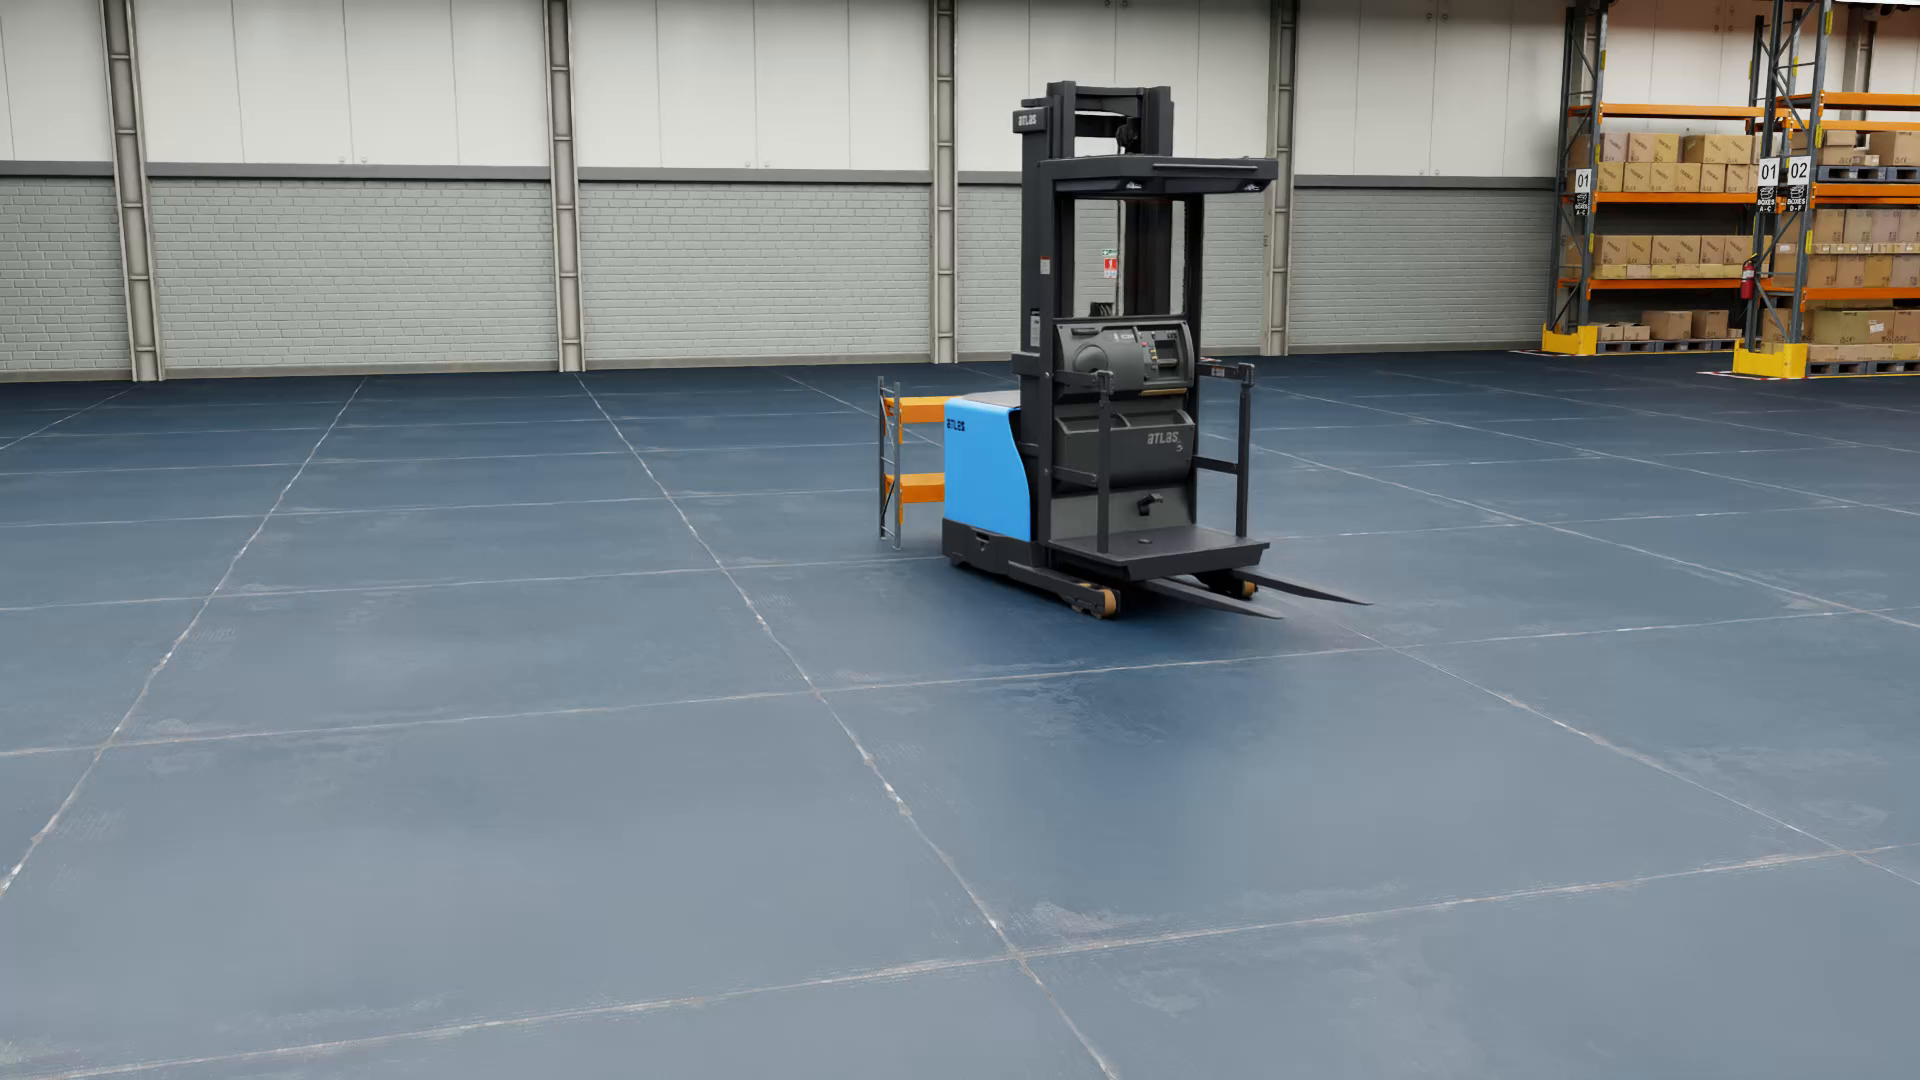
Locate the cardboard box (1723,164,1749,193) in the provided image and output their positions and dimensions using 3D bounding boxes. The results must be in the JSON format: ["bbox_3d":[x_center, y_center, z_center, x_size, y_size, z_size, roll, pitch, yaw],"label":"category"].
[{"bbox_3d":[13.760,-6.475,29.820,0.500,0.500,0.500,-4,11,-21],"label":"cardboard box"}]

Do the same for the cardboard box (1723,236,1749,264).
[{"bbox_3d":[13.820,-5.234,29.981,0.500,0.500,0.500,-3,11,-16],"label":"cardboard box"}]

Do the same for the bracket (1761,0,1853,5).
[{"bbox_3d":[14.227,-9.827,30.129,4.783,0.066,0.076,-3,11,-16],"label":"bracket"}]

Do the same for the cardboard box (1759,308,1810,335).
[{"bbox_3d":[15.367,-4.060,31.006,0.500,0.500,0.700,-3,11,-14],"label":"cardboard box"}]

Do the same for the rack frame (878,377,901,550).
[{"bbox_3d":[-0.482,-0.528,11.307,0.032,1.125,0.500,-3,11,-16],"label":"rack frame"}]

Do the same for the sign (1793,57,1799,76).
[{"bbox_3d":[14.799,-8.387,29.449,0.005,0.325,0.100,-3,11,-16],"label":"sign"}]

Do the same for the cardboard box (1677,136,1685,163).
[{"bbox_3d":[12.651,-6.999,29.901,0.500,0.500,0.500,-3,11,-16],"label":"cardboard box"}]

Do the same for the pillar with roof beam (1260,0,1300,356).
[{"bbox_3d":[6.697,-6.915,24.254,0.400,9.000,9.100,-3,11,-16],"label":"pillar with roof beam"}]

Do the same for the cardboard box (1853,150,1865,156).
[{"bbox_3d":[13.245,-5.751,25.082,0.500,0.250,0.500,-3,11,-16],"label":"cardboard box"}]

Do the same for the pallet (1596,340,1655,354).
[{"bbox_3d":[11.688,-3.498,29.965,1.213,0.211,1.003,-3,11,-16],"label":"pallet"}]

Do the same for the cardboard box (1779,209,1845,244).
[{"bbox_3d":[12.716,-4.681,24.830,0.500,0.500,0.700,-3,11,-16],"label":"cardboard box"}]

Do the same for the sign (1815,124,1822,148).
[{"bbox_3d":[12.362,-5.817,23.942,0.005,0.325,0.100,-3,11,-16],"label":"sign"}]

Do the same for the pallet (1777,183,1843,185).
[{"bbox_3d":[15.288,-6.429,30.416,1.003,0.211,1.213,-3,11,-16],"label":"pallet"}]

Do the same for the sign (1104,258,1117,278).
[{"bbox_3d":[2.551,-4.602,28.161,0.234,0.329,0.001,-3,11,-16],"label":"sign"}]

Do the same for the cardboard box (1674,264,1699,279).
[{"bbox_3d":[12.853,-4.815,29.776,0.500,0.250,0.500,-3,11,-15],"label":"cardboard box"}]

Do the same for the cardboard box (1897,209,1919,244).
[{"bbox_3d":[14.184,-4.760,25.257,0.500,0.500,0.700,-3,11,-16],"label":"cardboard box"}]

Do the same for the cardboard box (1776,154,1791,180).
[{"bbox_3d":[15.213,-6.778,30.358,0.500,0.500,0.500,-1,11,-8],"label":"cardboard box"}]

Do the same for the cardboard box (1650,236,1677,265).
[{"bbox_3d":[12.342,-5.156,29.556,0.500,0.500,0.500,-3,11,-18],"label":"cardboard box"}]

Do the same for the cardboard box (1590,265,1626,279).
[{"bbox_3d":[11.382,-4.736,29.348,0.500,0.250,0.500,-3,11,-18],"label":"cardboard box"}]

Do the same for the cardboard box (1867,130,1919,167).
[{"bbox_3d":[13.884,-5.806,24.693,0.500,0.500,0.500,-3,11,-16],"label":"cardboard box"}]

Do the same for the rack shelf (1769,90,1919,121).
[{"bbox_3d":[14.133,-6.471,24.933,4.000,0.370,1.077,-3,11,-16],"label":"rack shelf"}]

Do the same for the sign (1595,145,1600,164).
[{"bbox_3d":[10.977,-6.642,28.639,0.005,0.325,0.100,-3,11,-16],"label":"sign"}]

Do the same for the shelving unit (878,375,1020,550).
[{"bbox_3d":[0.006,-0.554,11.446,1.048,1.125,0.538,-3,11,-16],"label":"shelving unit"}]

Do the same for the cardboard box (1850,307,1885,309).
[{"bbox_3d":[14.081,-3.350,25.822,0.500,0.500,0.500,-3,11,-16],"label":"cardboard box"}]

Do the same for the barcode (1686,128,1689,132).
[{"bbox_3d":[13.211,-7.447,30.182,0.075,0.075,0.001,-3,11,-16],"label":"barcode"}]

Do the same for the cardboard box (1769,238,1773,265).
[{"bbox_3d":[15.163,-5.319,30.660,0.500,0.500,0.700,-3,11,-16],"label":"cardboard box"}]

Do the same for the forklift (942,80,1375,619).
[{"bbox_3d":[1.073,-1.103,9.443,1.130,2.935,3.031,-6,12,-30],"label":"forklift"}]

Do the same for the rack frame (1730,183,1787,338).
[{"bbox_3d":[14.665,-5.033,30.602,0.127,3.000,1.000,-3,11,-16],"label":"rack frame"}]

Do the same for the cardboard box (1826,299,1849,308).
[{"bbox_3d":[16.288,-4.479,31.209,0.500,0.250,0.500,-3,11,-18],"label":"cardboard box"}]

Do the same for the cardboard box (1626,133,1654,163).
[{"bbox_3d":[11.758,-6.851,29.096,0.500,0.500,0.500,-3,11,-17],"label":"cardboard box"}]

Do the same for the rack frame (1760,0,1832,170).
[{"bbox_3d":[12.213,-6.920,24.282,0.127,3.000,1.000,-3,11,-16],"label":"rack frame"}]

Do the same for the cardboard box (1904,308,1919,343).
[{"bbox_3d":[14.707,-3.285,25.467,0.500,0.500,0.500,-3,11,-16],"label":"cardboard box"}]

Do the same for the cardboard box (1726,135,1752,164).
[{"bbox_3d":[13.734,-6.957,29.673,0.500,0.500,0.500,-2,11,-13],"label":"cardboard box"}]

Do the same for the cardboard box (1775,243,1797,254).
[{"bbox_3d":[12.526,-4.390,25.043,0.250,0.149,0.380,-3,11,-17],"label":"cardboard box"}]

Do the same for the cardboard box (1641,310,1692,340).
[{"bbox_3d":[12.780,-3.894,30.105,0.500,0.500,0.700,-4,11,-20],"label":"cardboard box"}]

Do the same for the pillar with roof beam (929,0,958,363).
[{"bbox_3d":[0.937,-6.611,22.604,0.400,9.000,9.100,-3,11,-16],"label":"pillar with roof beam"}]

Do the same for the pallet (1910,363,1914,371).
[{"bbox_3d":[15.278,-2.768,25.998,1.213,0.211,1.003,-3,11,-16],"label":"pallet"}]

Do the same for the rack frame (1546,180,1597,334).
[{"bbox_3d":[10.825,-4.831,29.502,0.127,3.000,1.000,-3,11,-16],"label":"rack frame"}]

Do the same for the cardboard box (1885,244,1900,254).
[{"bbox_3d":[13.886,-4.386,25.018,0.250,0.149,0.380,-3,11,-17],"label":"cardboard box"}]

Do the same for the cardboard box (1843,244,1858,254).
[{"bbox_3d":[13.142,-4.347,24.805,0.250,0.149,0.380,-3,11,-16],"label":"cardboard box"}]

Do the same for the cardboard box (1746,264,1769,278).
[{"bbox_3d":[14.295,-4.893,30.197,0.500,0.250,0.500,-3,11,-16],"label":"cardboard box"}]

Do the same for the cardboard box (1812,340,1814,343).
[{"bbox_3d":[13.122,-2.930,25.612,0.500,0.250,0.500,-3,11,-16],"label":"cardboard box"}]

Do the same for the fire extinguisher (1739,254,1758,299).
[{"bbox_3d":[11.970,-4.007,25.239,0.183,0.674,0.296,-3,11,-16],"label":"fire extinguisher"}]

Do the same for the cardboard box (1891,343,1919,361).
[{"bbox_3d":[14.231,-2.888,25.385,0.500,0.250,0.500,-3,11,-16],"label":"cardboard box"}]

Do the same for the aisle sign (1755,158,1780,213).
[{"bbox_3d":[12.068,-5.296,24.849,0.004,0.787,0.394,-3,11,-16],"label":"aisle sign"}]

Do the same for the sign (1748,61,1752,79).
[{"bbox_3d":[14.505,-8.617,30.482,0.005,0.325,0.100,-3,11,-16],"label":"sign"}]

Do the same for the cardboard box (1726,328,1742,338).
[{"bbox_3d":[14.160,-3.824,30.643,0.250,0.166,0.380,-5,11,-23],"label":"cardboard box"}]

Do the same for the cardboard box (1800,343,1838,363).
[{"bbox_3d":[12.790,-2.813,24.974,0.500,0.250,0.500,-3,11,-16],"label":"cardboard box"}]

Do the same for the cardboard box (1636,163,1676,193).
[{"bbox_3d":[12.239,-6.386,29.336,0.500,0.500,0.500,-2,11,-13],"label":"cardboard box"}]

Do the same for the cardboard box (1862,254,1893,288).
[{"bbox_3d":[13.646,-4.092,25.213,0.500,0.500,0.700,-3,11,-16],"label":"cardboard box"}]

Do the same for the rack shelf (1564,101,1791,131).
[{"bbox_3d":[12.745,-7.527,29.574,4.000,0.370,1.077,-3,11,-16],"label":"rack shelf"}]

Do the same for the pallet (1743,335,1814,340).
[{"bbox_3d":[15.412,-3.701,31.069,1.213,0.211,1.003,-3,11,-16],"label":"pallet"}]

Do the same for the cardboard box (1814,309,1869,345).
[{"bbox_3d":[13.269,-3.207,25.045,0.500,0.500,0.500,-3,11,-16],"label":"cardboard box"}]

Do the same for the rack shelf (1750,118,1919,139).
[{"bbox_3d":[16.586,-7.534,30.710,4.000,0.370,1.077,-3,11,-16],"label":"rack shelf"}]
